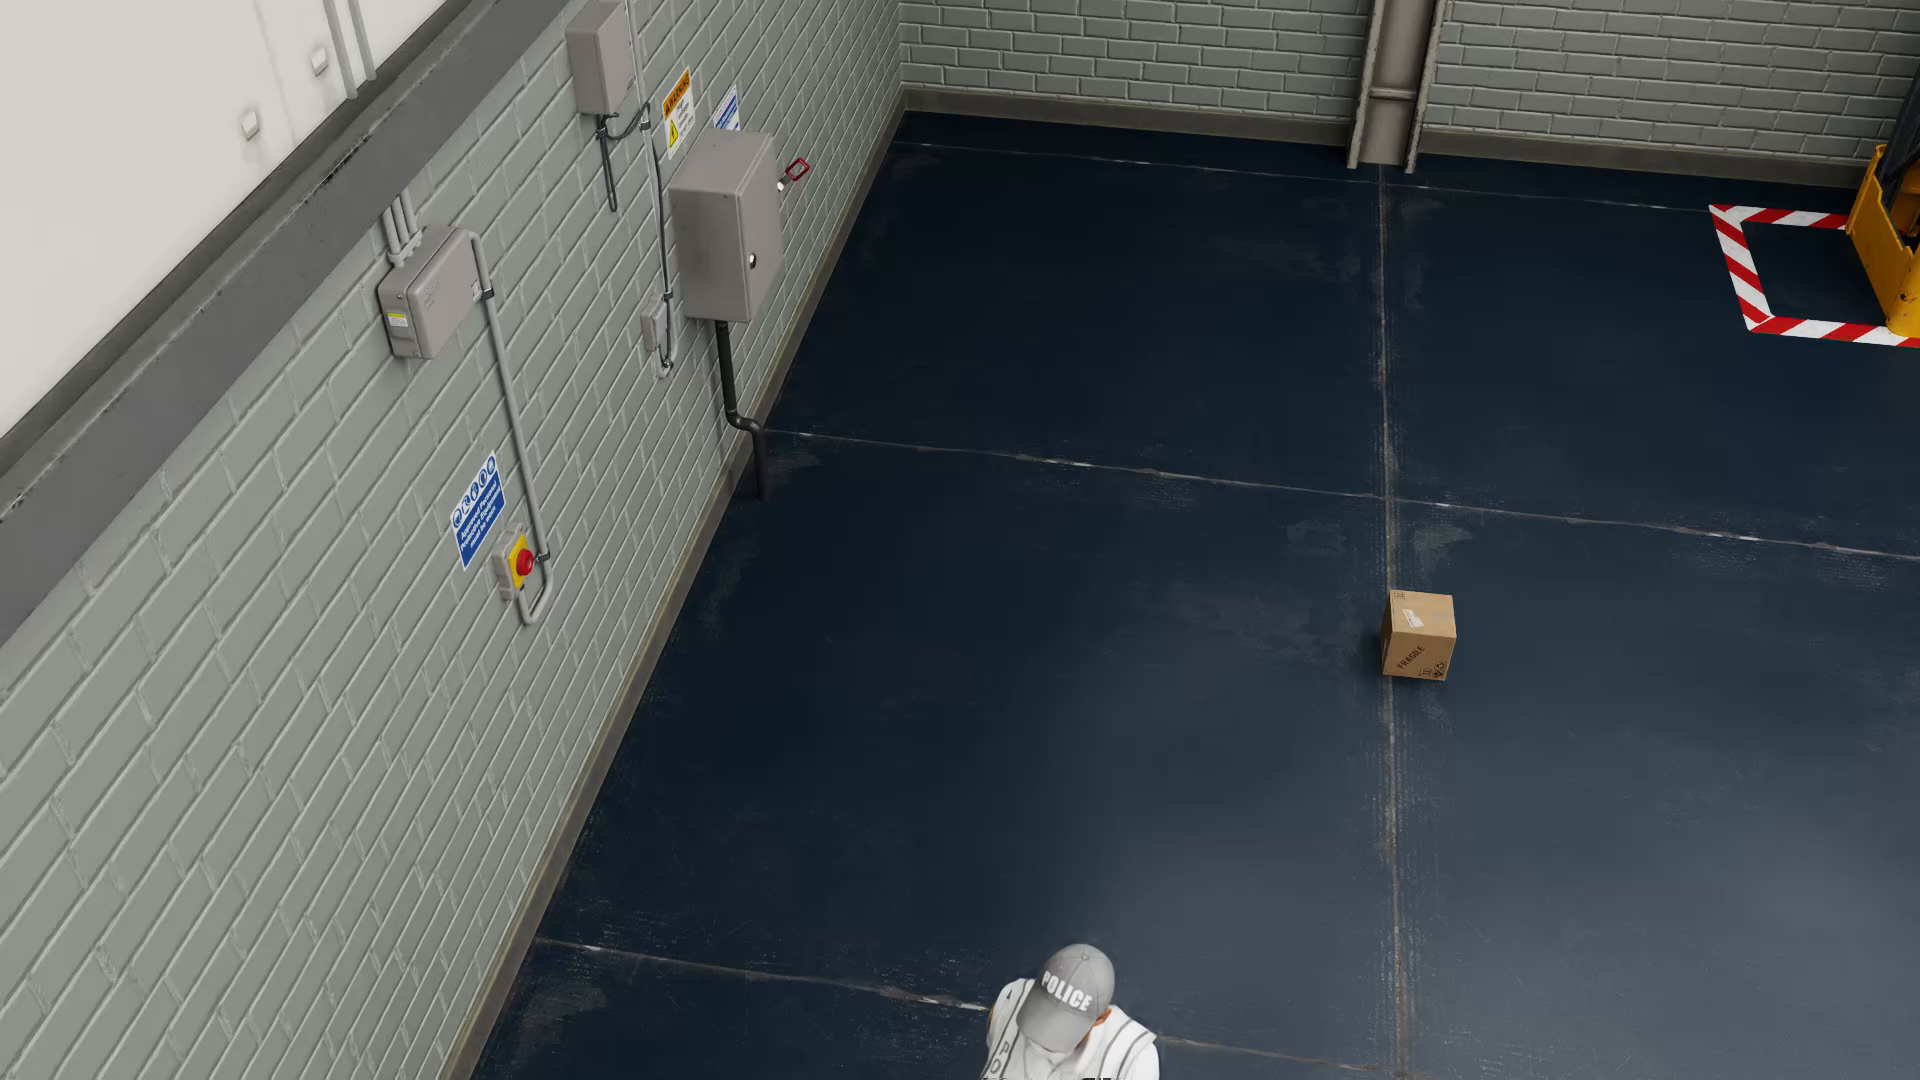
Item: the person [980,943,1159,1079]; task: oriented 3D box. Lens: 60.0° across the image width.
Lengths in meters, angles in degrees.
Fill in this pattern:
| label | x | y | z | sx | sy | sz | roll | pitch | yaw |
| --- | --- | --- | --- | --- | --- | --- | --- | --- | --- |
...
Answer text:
| label | x | y | z | sx | sy | sz | roll | pitch | yaw |
| --- | --- | --- | --- | --- | --- | --- | --- | --- | --- |
| person | 0.228 | 1.653 | 4.244 | 0.489 | 1.683 | 0.764 | 16 | 43 | 17 |
